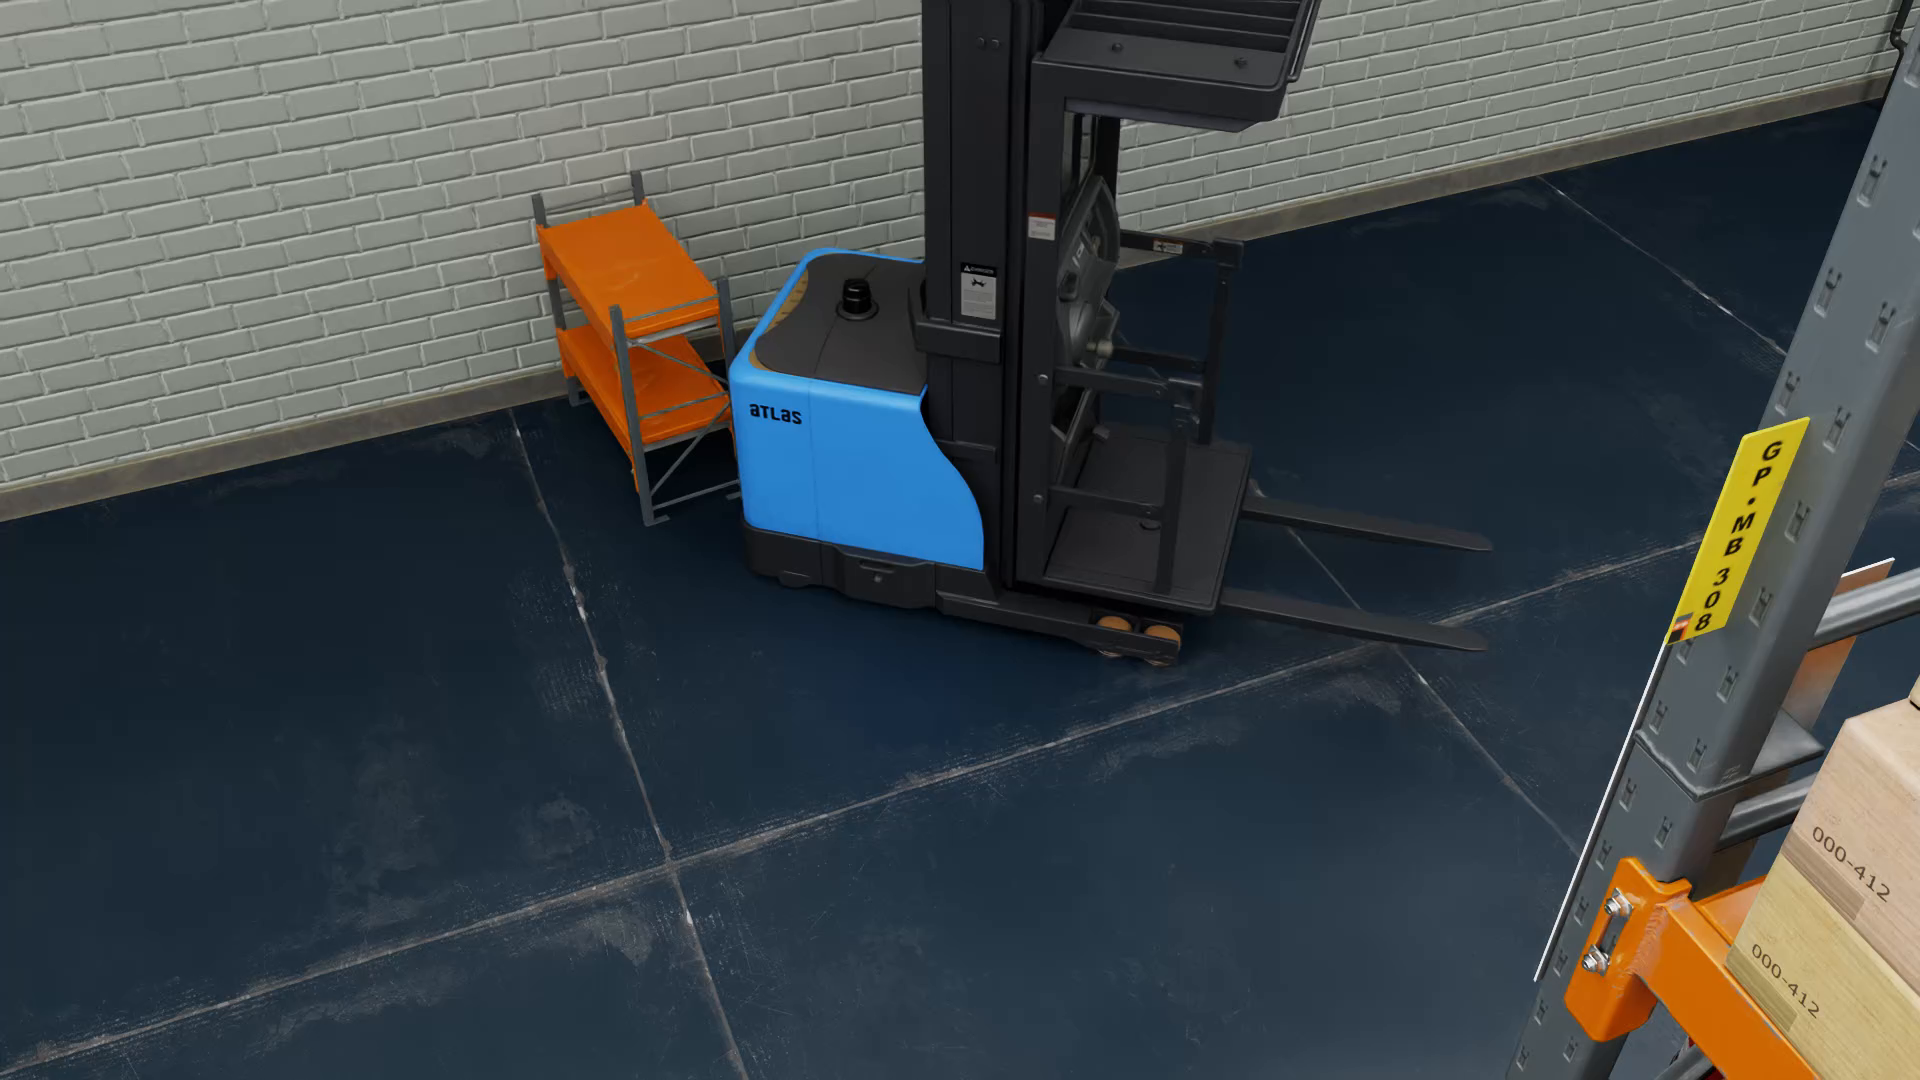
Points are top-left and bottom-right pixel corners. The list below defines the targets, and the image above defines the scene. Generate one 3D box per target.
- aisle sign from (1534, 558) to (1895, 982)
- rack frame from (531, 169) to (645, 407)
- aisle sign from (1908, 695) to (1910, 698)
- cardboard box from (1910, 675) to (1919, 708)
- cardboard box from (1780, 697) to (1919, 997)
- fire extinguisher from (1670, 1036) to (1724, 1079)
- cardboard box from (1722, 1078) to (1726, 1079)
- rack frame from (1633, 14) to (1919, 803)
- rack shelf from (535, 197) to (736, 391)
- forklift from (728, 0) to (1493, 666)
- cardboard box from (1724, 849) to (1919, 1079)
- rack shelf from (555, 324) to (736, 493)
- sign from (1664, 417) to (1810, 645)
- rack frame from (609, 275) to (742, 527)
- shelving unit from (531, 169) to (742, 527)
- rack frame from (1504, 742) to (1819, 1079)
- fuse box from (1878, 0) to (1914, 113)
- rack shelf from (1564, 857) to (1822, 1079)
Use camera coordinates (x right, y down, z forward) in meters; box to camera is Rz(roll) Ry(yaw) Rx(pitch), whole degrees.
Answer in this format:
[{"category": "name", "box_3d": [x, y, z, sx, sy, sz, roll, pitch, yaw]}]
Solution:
[{"category": "aisle sign", "box_3d": [1.122, 0.374, 2.521, 0.394, 0.787, 0.004, -15, 43, -17]}, {"category": "rack frame", "box_3d": [-1.653, -1.152, 7.727, 0.500, 1.125, 0.032, -19, 44, -21]}, {"category": "aisle sign", "box_3d": [1.676, 0.224, 2.695, 0.394, 0.787, 0.004, -15, 43, -17]}, {"category": "cardboard box", "box_3d": [1.340, 0.159, 1.890, 0.380, 0.149, 0.250, -15, 43, -17]}, {"category": "cardboard box", "box_3d": [1.359, 0.394, 1.923, 0.500, 0.250, 0.500, -14, 43, -16]}, {"category": "fire extinguisher", "box_3d": [1.757, 1.232, 3.862, 0.296, 0.674, 0.183, -15, 43, -17]}, {"category": "cardboard box", "box_3d": [1.353, 1.135, 2.558, 0.500, 0.500, 0.500, -15, 43, -17]}, {"category": "rack frame", "box_3d": [1.427, -0.946, 1.449, 1.000, 3.000, 0.127, -15, 43, -17]}, {"category": "rack shelf", "box_3d": [-1.411, -1.082, 7.197, 0.538, 0.278, 1.000, -19, 44, -21]}, {"category": "forklift", "box_3d": [0.665, -0.994, 6.158, 3.031, 2.935, 1.130, 10, 42, 12]}, {"category": "cardboard box", "box_3d": [1.363, 0.582, 2.087, 0.500, 0.250, 0.500, -14, 43, -15]}, {"category": "rack shelf", "box_3d": [-1.411, -0.675, 7.547, 0.538, 0.278, 1.000, -19, 44, -21]}, {"category": "sign", "box_3d": [0.926, -0.005, 1.984, 0.100, 0.325, 0.005, -15, 43, -17]}, {"category": "rack frame", "box_3d": [-1.169, -0.569, 7.049, 0.500, 1.125, 0.032, -19, 44, -21]}, {"category": "shelving unit", "box_3d": [-1.411, -0.861, 7.388, 0.538, 1.125, 1.048, -19, 44, -21]}, {"category": "rack frame", "box_3d": [1.427, 1.328, 3.405, 1.000, 3.000, 0.127, -15, 43, -17]}, {"category": "fuse box", "box_3d": [5.779, -3.306, 9.782, 0.539, 1.711, 0.414, -15, 43, -17]}, {"category": "rack shelf", "box_3d": [2.192, 1.669, 1.260, 1.077, 0.370, 4.000, -15, 43, -17]}]
